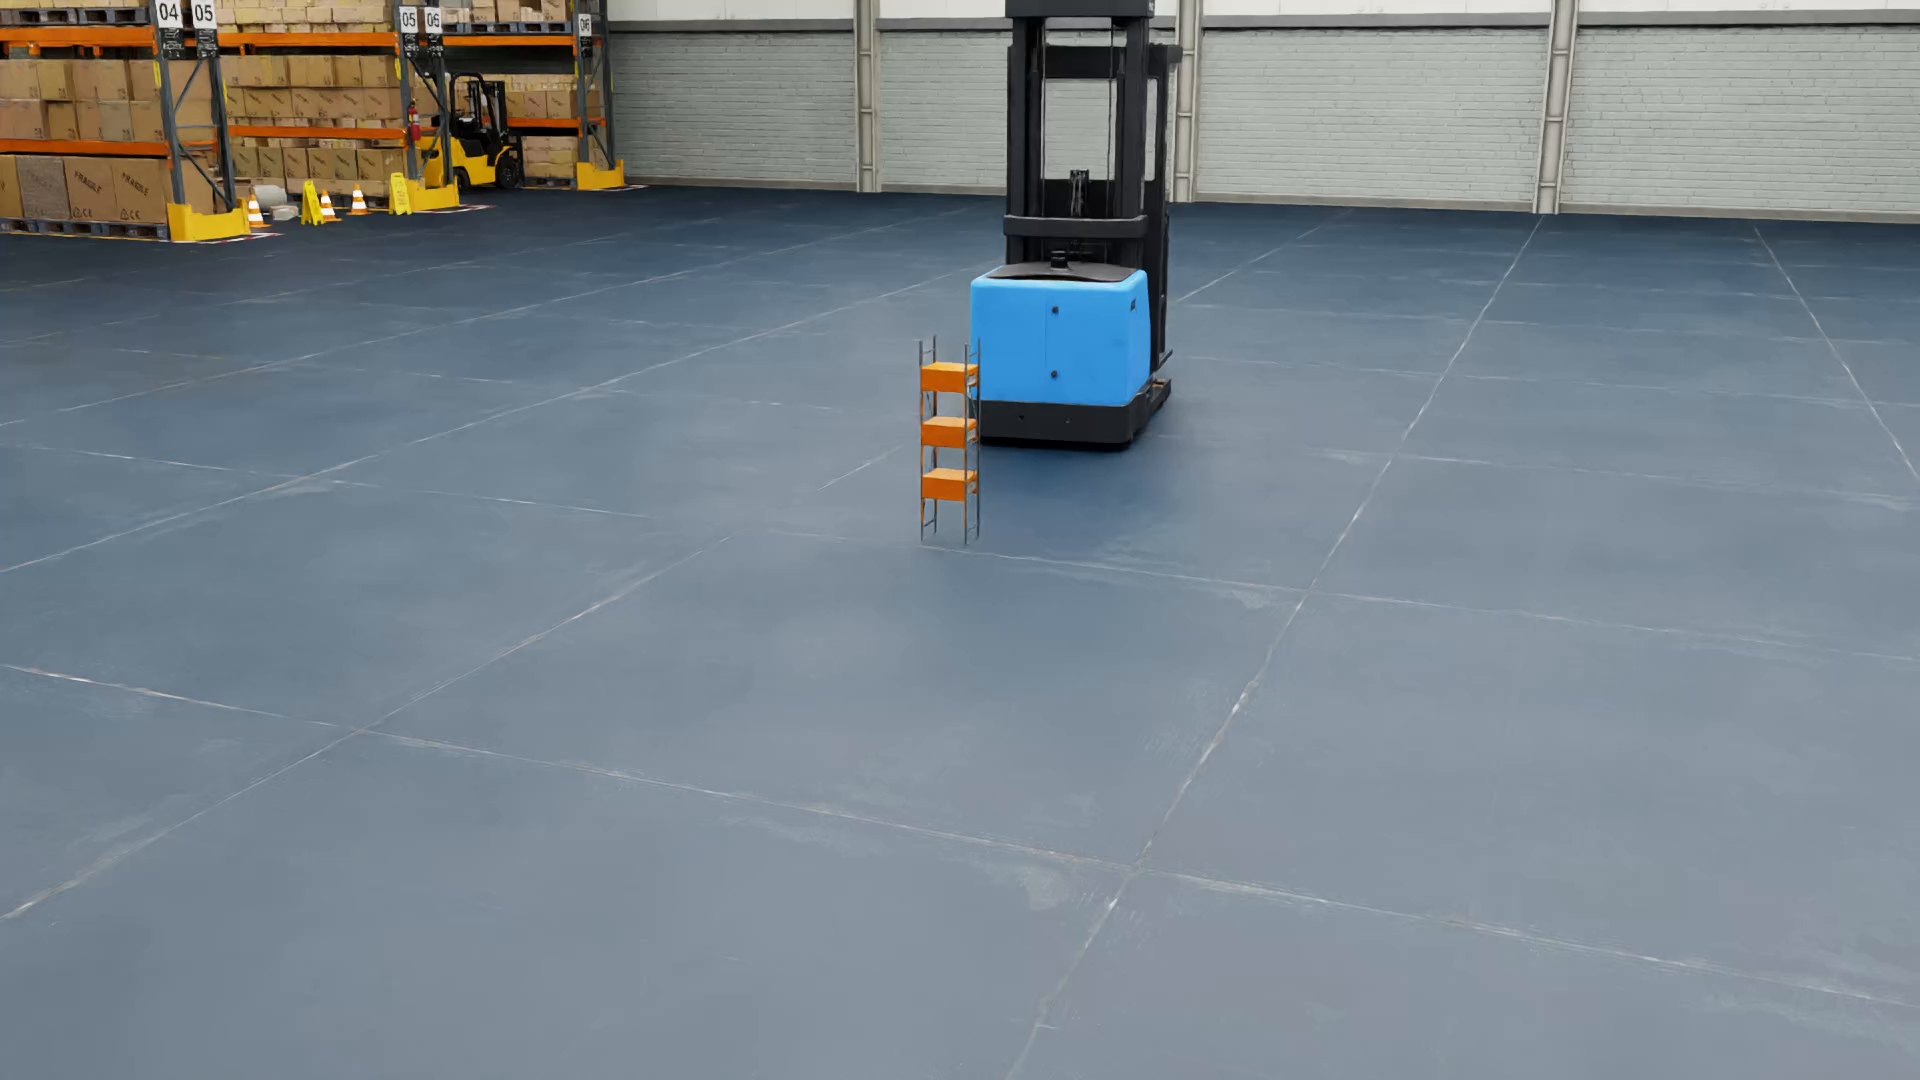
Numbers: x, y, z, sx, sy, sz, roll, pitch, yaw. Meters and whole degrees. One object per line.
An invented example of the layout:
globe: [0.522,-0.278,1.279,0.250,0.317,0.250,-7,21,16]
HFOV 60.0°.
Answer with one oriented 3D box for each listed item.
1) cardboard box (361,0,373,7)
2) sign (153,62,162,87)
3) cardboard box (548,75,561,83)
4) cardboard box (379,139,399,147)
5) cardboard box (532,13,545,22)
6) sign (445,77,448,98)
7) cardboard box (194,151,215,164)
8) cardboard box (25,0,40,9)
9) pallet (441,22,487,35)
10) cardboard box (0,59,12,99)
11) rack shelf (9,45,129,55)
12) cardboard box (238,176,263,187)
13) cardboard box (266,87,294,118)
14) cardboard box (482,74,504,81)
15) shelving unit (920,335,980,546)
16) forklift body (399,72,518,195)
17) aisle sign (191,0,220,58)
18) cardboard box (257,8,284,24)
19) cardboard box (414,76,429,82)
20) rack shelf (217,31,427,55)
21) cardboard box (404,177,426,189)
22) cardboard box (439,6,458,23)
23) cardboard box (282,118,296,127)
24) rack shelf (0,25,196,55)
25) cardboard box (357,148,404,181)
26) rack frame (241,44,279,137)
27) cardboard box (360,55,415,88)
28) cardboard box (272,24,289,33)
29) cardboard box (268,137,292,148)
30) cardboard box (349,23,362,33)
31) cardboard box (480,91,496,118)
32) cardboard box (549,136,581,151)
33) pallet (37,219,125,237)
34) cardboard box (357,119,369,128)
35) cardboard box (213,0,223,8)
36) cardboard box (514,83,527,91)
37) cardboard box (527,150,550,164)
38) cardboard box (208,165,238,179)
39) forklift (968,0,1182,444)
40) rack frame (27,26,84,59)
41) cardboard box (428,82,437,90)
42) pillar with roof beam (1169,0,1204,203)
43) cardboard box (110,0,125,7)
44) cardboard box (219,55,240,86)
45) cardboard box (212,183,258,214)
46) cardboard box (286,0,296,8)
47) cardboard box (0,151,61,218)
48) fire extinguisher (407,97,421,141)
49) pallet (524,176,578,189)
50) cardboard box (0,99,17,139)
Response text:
cardboard box: [-9.427,-8.675,26.816,0.250,0.149,0.380,7,17,22]
sign: [-10.712,-6.214,22.198,0.005,0.325,0.100,6,17,21]
cardboard box: [-7.612,-8.767,31.617,0.250,0.149,0.380,6,17,21]
cardboard box: [-11.171,-7.787,33.621,0.625,0.625,0.875,7,18,23]
cardboard box: [-7.842,-9.841,31.330,0.250,0.149,0.380,6,17,19]
sign: [-8.579,-7.534,27.694,0.005,0.325,0.100,6,17,21]
cardboard box: [-15.824,-8.180,35.199,0.500,0.500,0.500,7,18,23]
cardboard box: [-12.592,-7.382,22.858,0.250,0.149,0.380,7,17,21]
pallet: [-9.878,-9.992,32.492,1.213,0.211,1.003,6,17,21]
cardboard box: [-13.336,-6.611,23.859,0.550,0.550,0.875,6,17,21]
rack shelf: [-19.984,-10.793,36.381,4.000,0.370,1.077,6,17,21]
cardboard box: [-12.049,-6.138,28.615,0.500,0.250,0.500,5,17,18]
cardboard box: [-11.254,-7.361,27.935,0.500,0.500,0.500,6,17,20]
cardboard box: [-9.028,-8.936,32.197,0.250,0.149,0.380,6,17,21]
shelving unit: [-0.050,-0.510,8.546,0.252,1.050,0.215,6,17,21]
forklift body: [-9.394,-7.579,30.922,1.214,2.155,2.313,6,17,21]
aisle sign: [-10.324,-7.003,22.752,0.004,0.787,0.394,6,17,21]
cardboard box: [-11.246,-8.678,27.539,0.500,0.250,0.500,6,17,21]
cardboard box: [-10.494,-9.068,32.652,0.250,0.149,0.380,7,17,22]
rack shelf: [-10.638,-8.278,27.716,4.000,0.370,1.077,6,17,21]
cardboard box: [-9.427,-6.013,28.186,0.500,0.250,0.500,6,17,20]
cardboard box: [-9.997,-10.174,32.186,0.500,0.311,0.500,7,17,22]
cardboard box: [-11.137,-7.018,27.917,0.250,0.149,0.380,6,17,21]
rack shelf: [-12.361,-6.983,23.259,4.000,0.370,1.077,6,17,21]
cardboard box: [-9.619,-6.234,27.599,0.500,0.500,0.500,6,17,21]
rack frame: [-14.402,-9.084,34.584,0.127,3.000,1.000,6,17,21]
cardboard box: [-9.333,-7.645,27.120,0.500,0.500,0.700,6,17,19]
cardboard box: [-11.132,-8.457,27.494,0.250,0.149,0.380,6,17,20]
cardboard box: [-11.476,-6.729,28.143,0.250,0.149,0.380,7,18,23]
cardboard box: [-9.691,-8.315,27.005,0.250,0.149,0.380,7,18,22]
cardboard box: [-8.942,-8.452,32.229,0.500,0.500,0.500,6,17,21]
cardboard box: [-7.503,-7.593,31.834,0.500,0.250,0.500,7,18,22]
pallet: [-12.404,-4.531,23.904,1.213,0.211,1.003,6,17,21]
cardboard box: [-9.711,-6.869,27.405,0.250,0.149,0.380,6,17,20]
cardboard box: [-12.326,-8.973,27.842,0.250,0.149,0.380,6,17,20]
cardboard box: [-8.345,-8.692,31.892,0.250,0.149,0.380,6,17,19]
cardboard box: [-7.990,-7.410,32.099,0.500,0.250,0.500,6,17,20]
cardboard box: [-12.988,-6.380,29.230,0.625,0.372,0.950,7,17,21]
forklift: [0.922,-2.387,11.637,1.130,2.935,3.031,4,17,14]
rack frame: [-16.220,-7.796,30.149,0.127,3.000,1.000,6,17,21]
cardboard box: [-10.240,-8.907,32.633,0.250,0.149,0.380,7,17,22]
pillar with roof beam: [2.306,-9.108,23.905,0.400,9.000,9.100,6,17,21]
cardboard box: [-11.168,-7.225,22.320,0.250,0.149,0.380,6,17,21]
cardboard box: [-12.169,-7.957,28.196,0.500,0.500,0.700,6,17,20]
cardboard box: [-11.341,-5.302,26.035,0.637,0.503,0.797,-5,17,-18]
cardboard box: [-10.849,-8.835,27.368,0.250,0.149,0.380,7,17,22]
cardboard box: [-13.662,-5.192,24.235,0.875,0.875,0.875,7,17,21]
fire extinguisher: [-8.841,-6.810,26.888,0.183,0.674,0.296,6,17,21]
pallet: [-7.687,-6.994,32.386,1.213,0.211,1.003,6,17,21]
cardboard box: [-13.354,-6.080,23.967,0.550,0.550,0.875,6,17,21]
